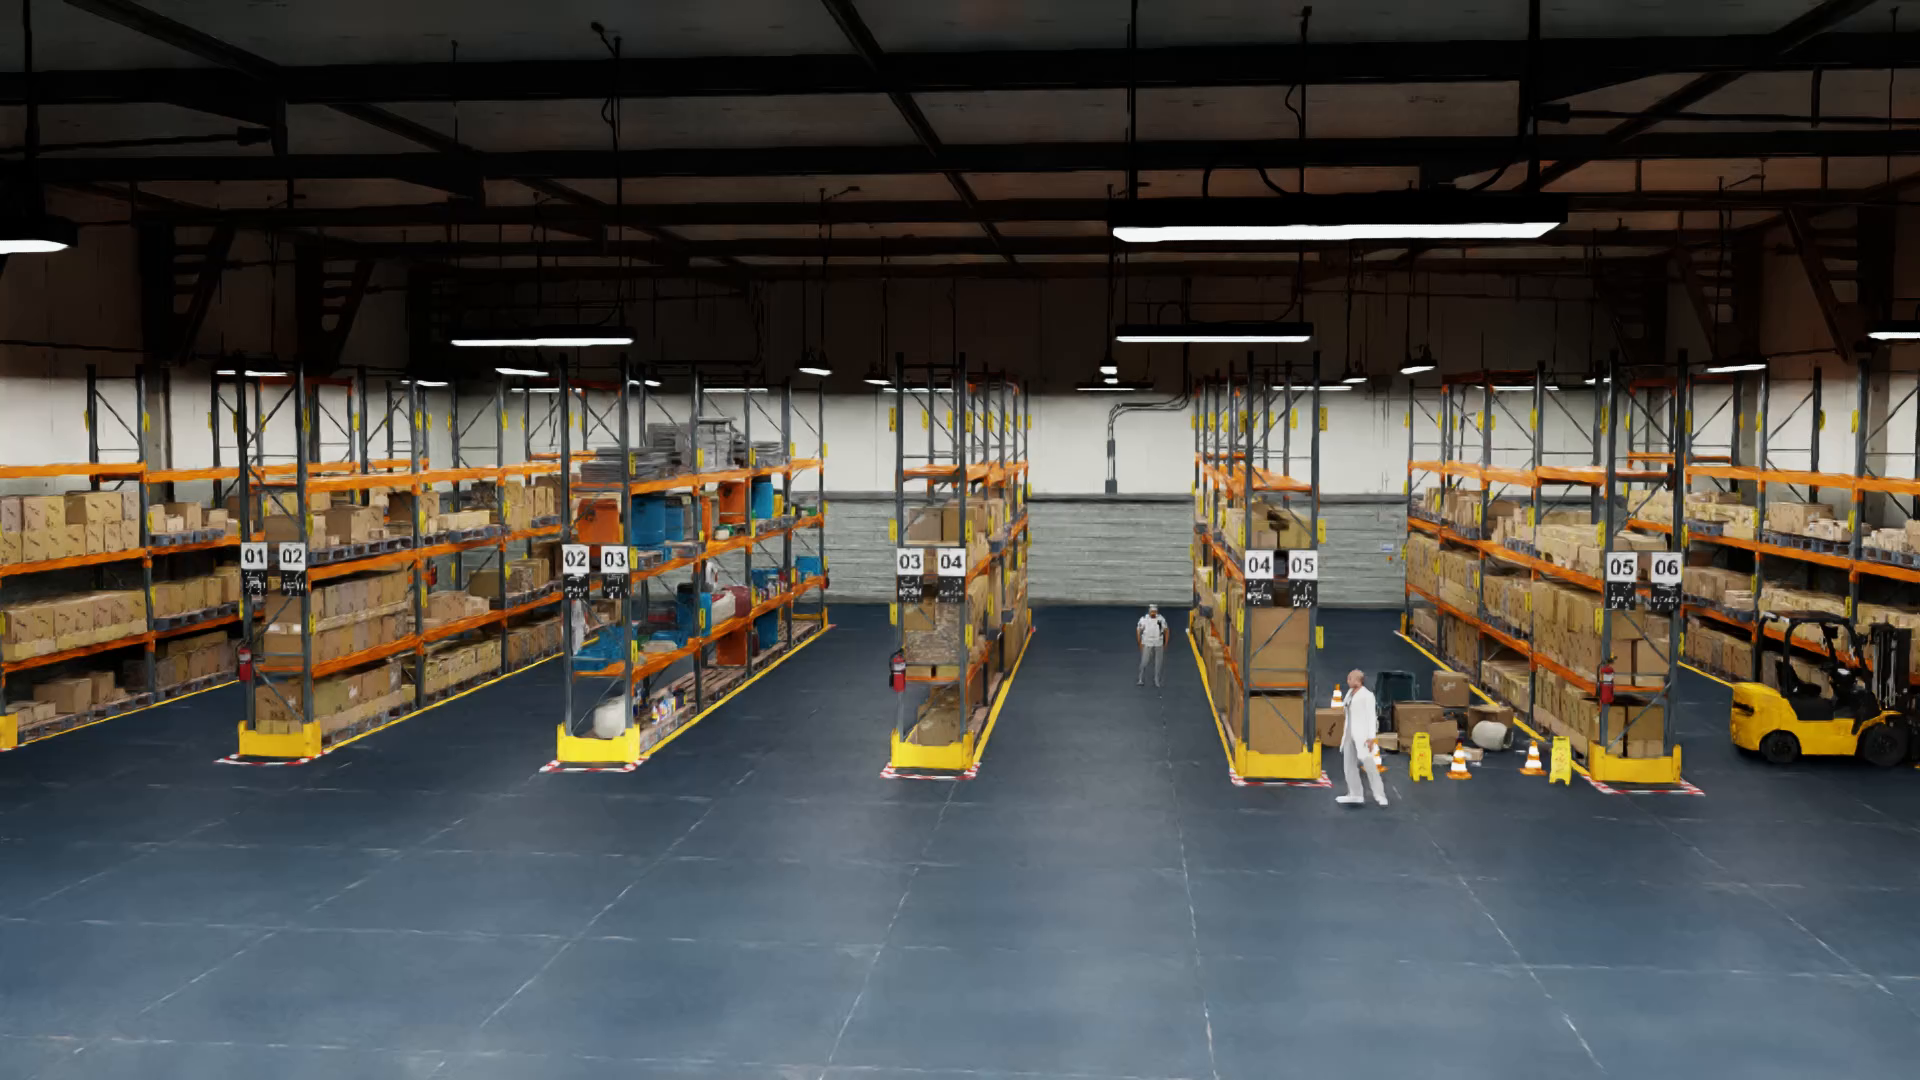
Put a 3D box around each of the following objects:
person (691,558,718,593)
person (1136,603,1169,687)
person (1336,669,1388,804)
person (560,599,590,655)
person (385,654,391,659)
[{"bbox_3d":[-6.463,1.158,42.031,0.702,1.735,0.549,0,4,4],"label":"person"},{"bbox_3d":[3.626,1.982,31.328,0.626,1.605,0.565,0,4,3],"label":"person"},{"bbox_3d":[5.283,2.682,21.815,0.595,1.558,0.691,-2,4,-24],"label":"person"},{"bbox_3d":[-7.820,1.742,33.662,0.555,1.709,1.126,0,4,3],"label":"person"},{"bbox_3d":[-12.029,1.729,34.338,0.555,1.673,1.029,0,4,4],"label":"person"}]
